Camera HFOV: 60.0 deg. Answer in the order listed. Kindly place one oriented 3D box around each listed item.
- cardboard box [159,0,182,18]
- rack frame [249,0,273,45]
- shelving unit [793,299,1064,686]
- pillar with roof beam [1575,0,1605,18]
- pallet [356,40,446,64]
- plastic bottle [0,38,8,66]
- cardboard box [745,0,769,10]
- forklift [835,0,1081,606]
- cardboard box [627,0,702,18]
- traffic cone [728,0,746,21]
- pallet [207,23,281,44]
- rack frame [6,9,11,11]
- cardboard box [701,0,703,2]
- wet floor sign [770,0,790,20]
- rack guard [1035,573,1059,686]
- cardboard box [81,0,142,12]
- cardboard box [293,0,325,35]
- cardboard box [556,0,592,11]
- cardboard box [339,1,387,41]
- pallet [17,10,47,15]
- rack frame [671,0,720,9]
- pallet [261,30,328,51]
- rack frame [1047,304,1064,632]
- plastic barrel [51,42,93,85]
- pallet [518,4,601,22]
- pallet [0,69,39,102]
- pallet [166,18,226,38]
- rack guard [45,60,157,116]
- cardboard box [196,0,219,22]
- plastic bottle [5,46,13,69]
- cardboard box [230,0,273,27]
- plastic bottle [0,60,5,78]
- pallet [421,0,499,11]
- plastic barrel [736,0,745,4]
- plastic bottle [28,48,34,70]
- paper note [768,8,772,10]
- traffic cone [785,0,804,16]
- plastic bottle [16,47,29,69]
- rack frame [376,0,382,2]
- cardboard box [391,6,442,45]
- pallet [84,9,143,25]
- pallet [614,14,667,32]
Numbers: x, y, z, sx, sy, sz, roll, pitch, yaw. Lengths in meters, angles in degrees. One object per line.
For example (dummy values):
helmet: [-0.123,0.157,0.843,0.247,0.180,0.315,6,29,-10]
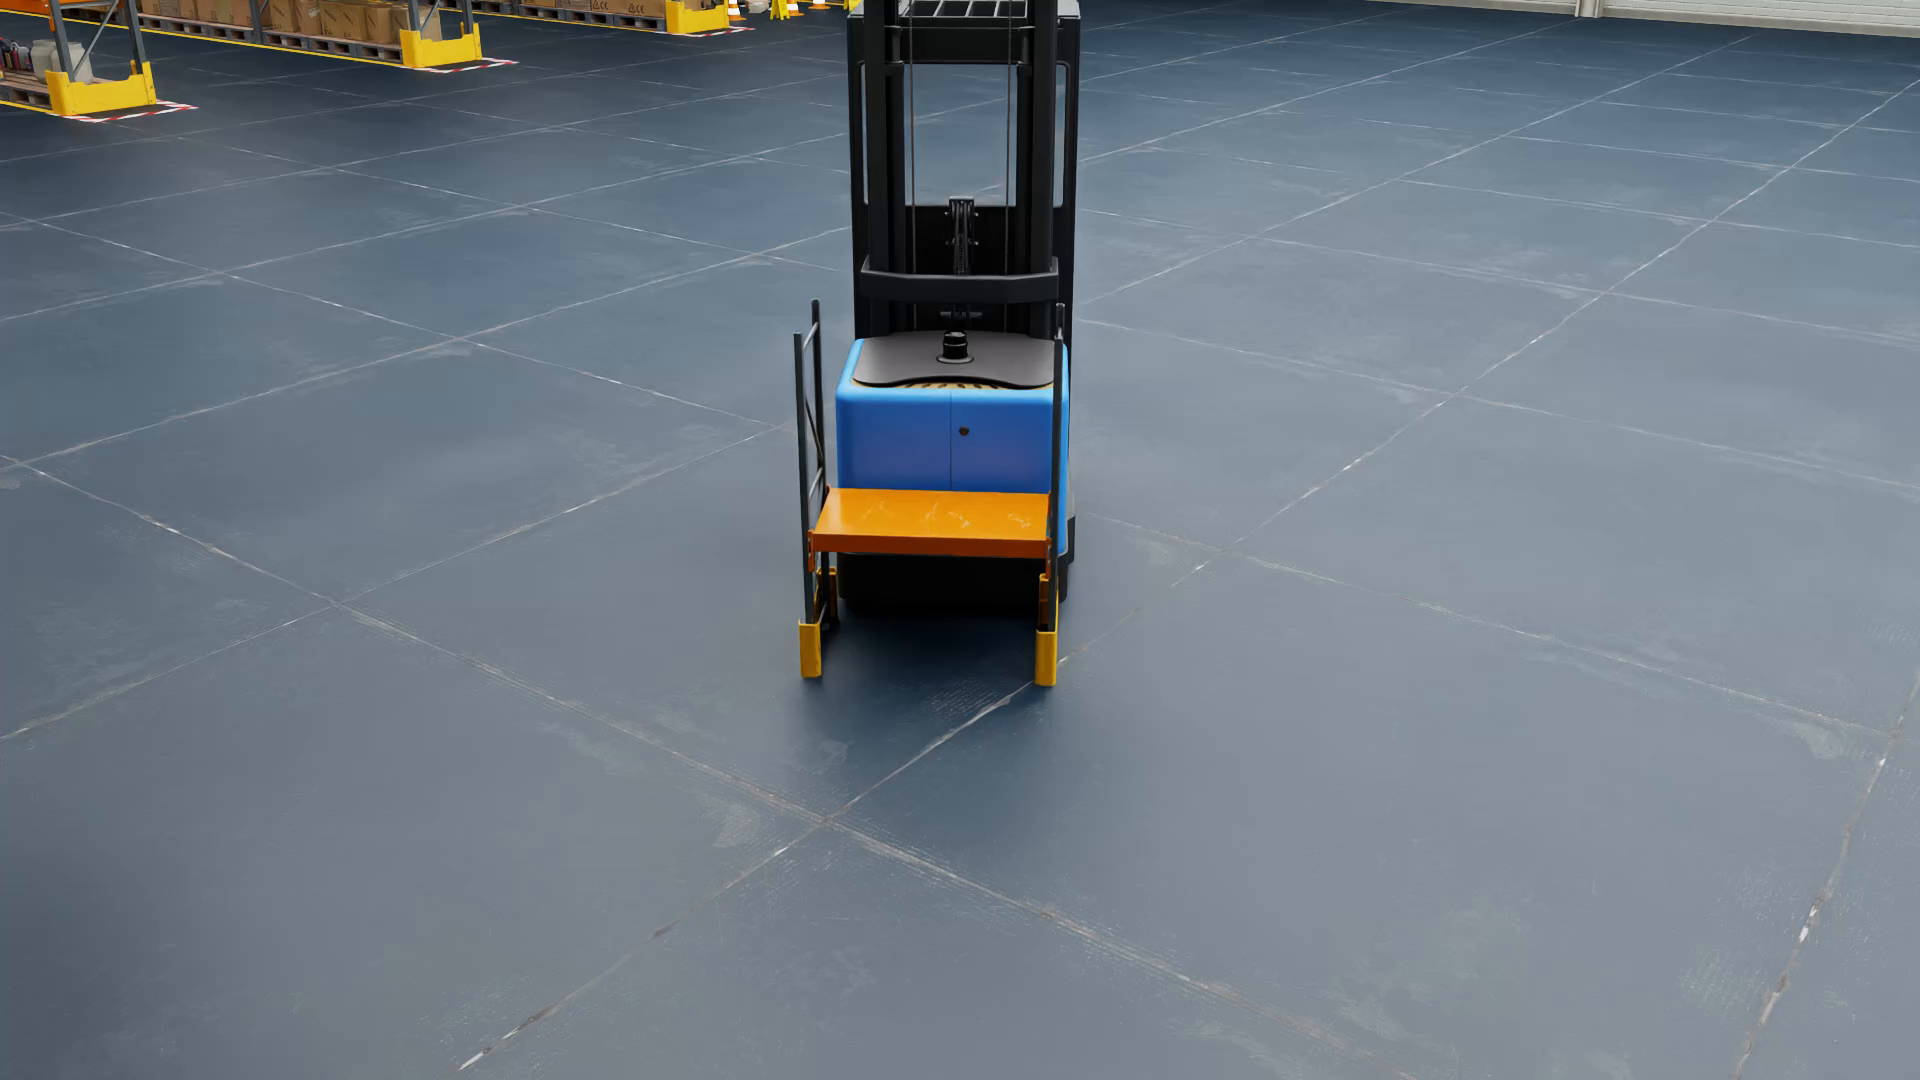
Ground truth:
cardboard box: [-12.809,-8.966,27.558,0.500,0.500,0.700,14,27,29]
rack frame: [-10.608,-9.227,25.595,0.127,3.000,1.000,17,29,33]
shelving unit: [-0.119,-0.205,6.978,1.083,1.500,0.587,2,24,4]
pillar with roof beam: [8.514,-11.973,24.388,0.400,9.000,9.100,17,29,33]
pallet: [-8.097,-7.210,24.476,1.213,0.211,1.003,17,29,33]
plastic bottle: [-12.737,-6.509,22.166,0.185,0.351,0.144,15,28,31]
cardboard box: [-3.724,-9.818,30.471,0.380,0.149,0.250,-10,26,-21]
forklift: [0.029,-1.594,8.355,1.130,2.935,3.031,1,24,2]
cardboard box: [-4.934,-9.198,27.644,0.875,0.875,0.875,17,29,34]
traffic cone: [-3.925,-9.262,28.819,0.334,0.463,0.336,17,29,33]
pallet: [-11.232,-8.139,26.584,1.213,0.211,1.003,17,29,33]
rack frame: [-17.010,-11.162,29.986,0.127,3.000,1.000,17,29,33]
cardboard box: [-5.141,-10.208,30.750,0.503,0.637,0.797,17,29,33]
wet floor sign: [-3.141,-9.390,28.885,0.232,0.644,0.267,12,26,24]
rack guard: [0.378,0.382,7.197,0.087,0.250,0.587,2,24,4]
cardboard box: [-14.349,-9.588,28.528,0.875,0.875,1.225,15,28,31]
cardboard box: [-9.849,-8.030,25.457,0.500,0.500,0.500,-16,28,-31]
cardboard box: [-6.368,-9.632,28.627,0.875,0.875,0.875,17,29,34]
cardboard box: [-8.886,-7.756,24.835,0.500,0.500,0.500,20,31,38]
pallet: [-16.347,-9.724,30.180,1.213,0.211,1.003,17,29,33]
rack frame: [-4.352,-9.836,26.977,0.127,3.000,1.000,17,29,33]
pallet: [-10.050,-7.800,25.815,1.213,0.211,1.003,17,29,33]
rack frame: [0.398,-0.190,6.944,0.032,1.500,0.500,2,24,4]
plastic barrel: [-10.950,-5.850,20.495,0.421,0.512,0.421,0,24,0]
pallet: [-6.991,-9.318,29.260,1.213,0.211,1.003,17,29,33]
pallet: [-12.086,-5.883,21.462,1.213,0.211,1.003,17,29,33]
pallet: [-12.212,-8.434,27.253,1.213,0.211,1.003,17,29,33]
rack guard: [-10.467,-5.521,20.284,0.348,0.500,1.175,17,29,33]
cardboard box: [-11.905,-8.697,26.946,0.500,0.500,0.700,14,27,29]
plastic bottle: [-12.519,-6.361,21.913,0.133,0.283,0.061,17,29,33]
cardboard box: [-11.087,-8.440,26.363,0.500,0.500,0.700,14,28,29]
plastic bottle: [-12.232,-6.027,21.156,0.133,0.283,0.061,17,29,33]
pallet: [-9.196,-9.984,30.772,1.213,0.211,1.003,17,29,33]
plastic barrel: [-4.025,-10.289,31.201,0.512,0.421,0.421,-5,24,-12]
plastic bottle: [-12.158,-6.310,21.812,0.097,0.271,0.097,0,24,0]
paper note: [-3.414,-9.685,30.317,0.142,0.019,0.148,7,25,15]
traffic cone: [-2.975,-9.544,29.460,0.334,0.463,0.336,17,29,33]
plastic bottle: [-12.351,-6.356,21.912,0.135,0.276,0.152,17,29,34]
rack frame: [-10.753,-11.770,31.367,0.127,3.000,1.000,17,29,33]
cardboard box: [-7.897,-7.465,24.174,0.500,0.500,0.500,-20,31,-38]
pallet: [-14.395,-9.133,28.841,1.213,0.211,1.003,17,29,33]
pallet: [-5.039,-8.728,27.920,1.213,0.211,1.003,17,29,33]
